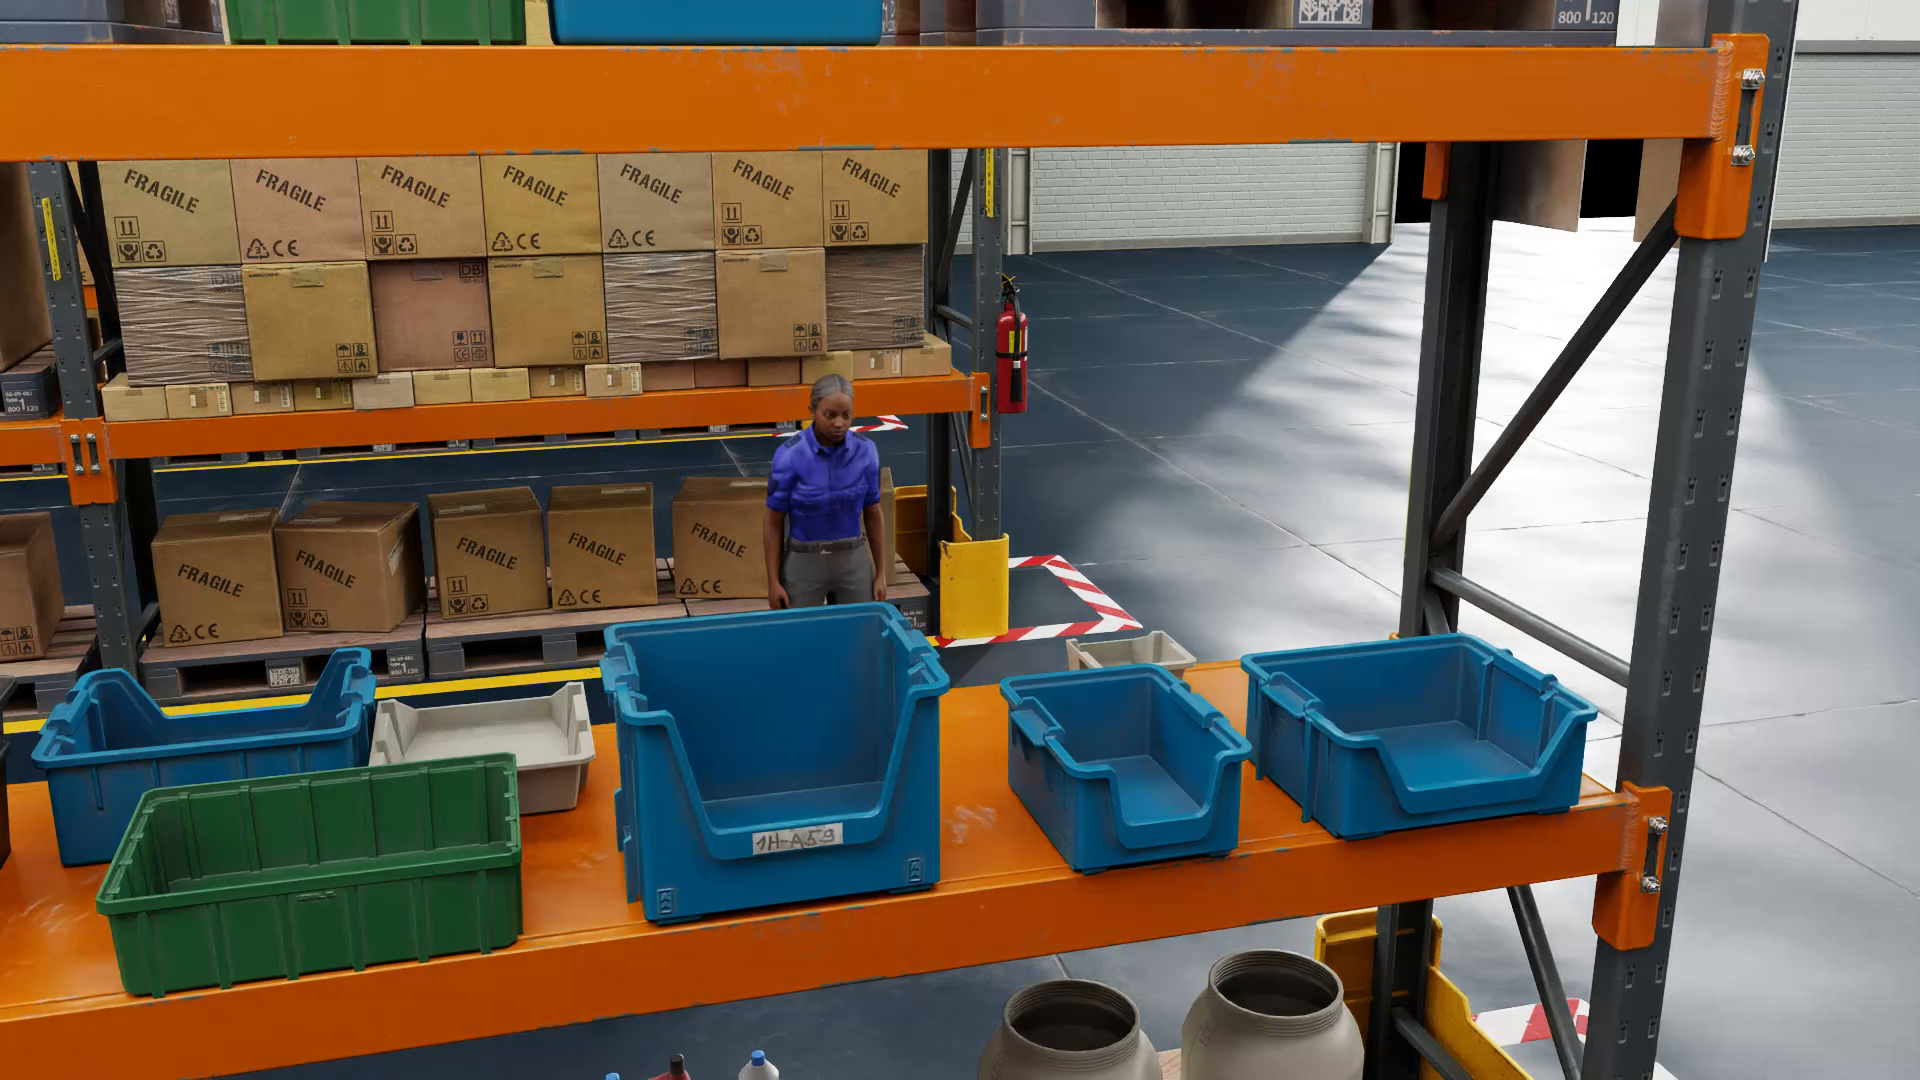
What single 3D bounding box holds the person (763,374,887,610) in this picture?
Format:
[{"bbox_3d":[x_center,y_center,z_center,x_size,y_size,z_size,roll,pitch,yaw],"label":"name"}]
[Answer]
[{"bbox_3d":[-0.527,0.157,6.499,0.512,1.653,0.348,-5,17,-17],"label":"person"}]
